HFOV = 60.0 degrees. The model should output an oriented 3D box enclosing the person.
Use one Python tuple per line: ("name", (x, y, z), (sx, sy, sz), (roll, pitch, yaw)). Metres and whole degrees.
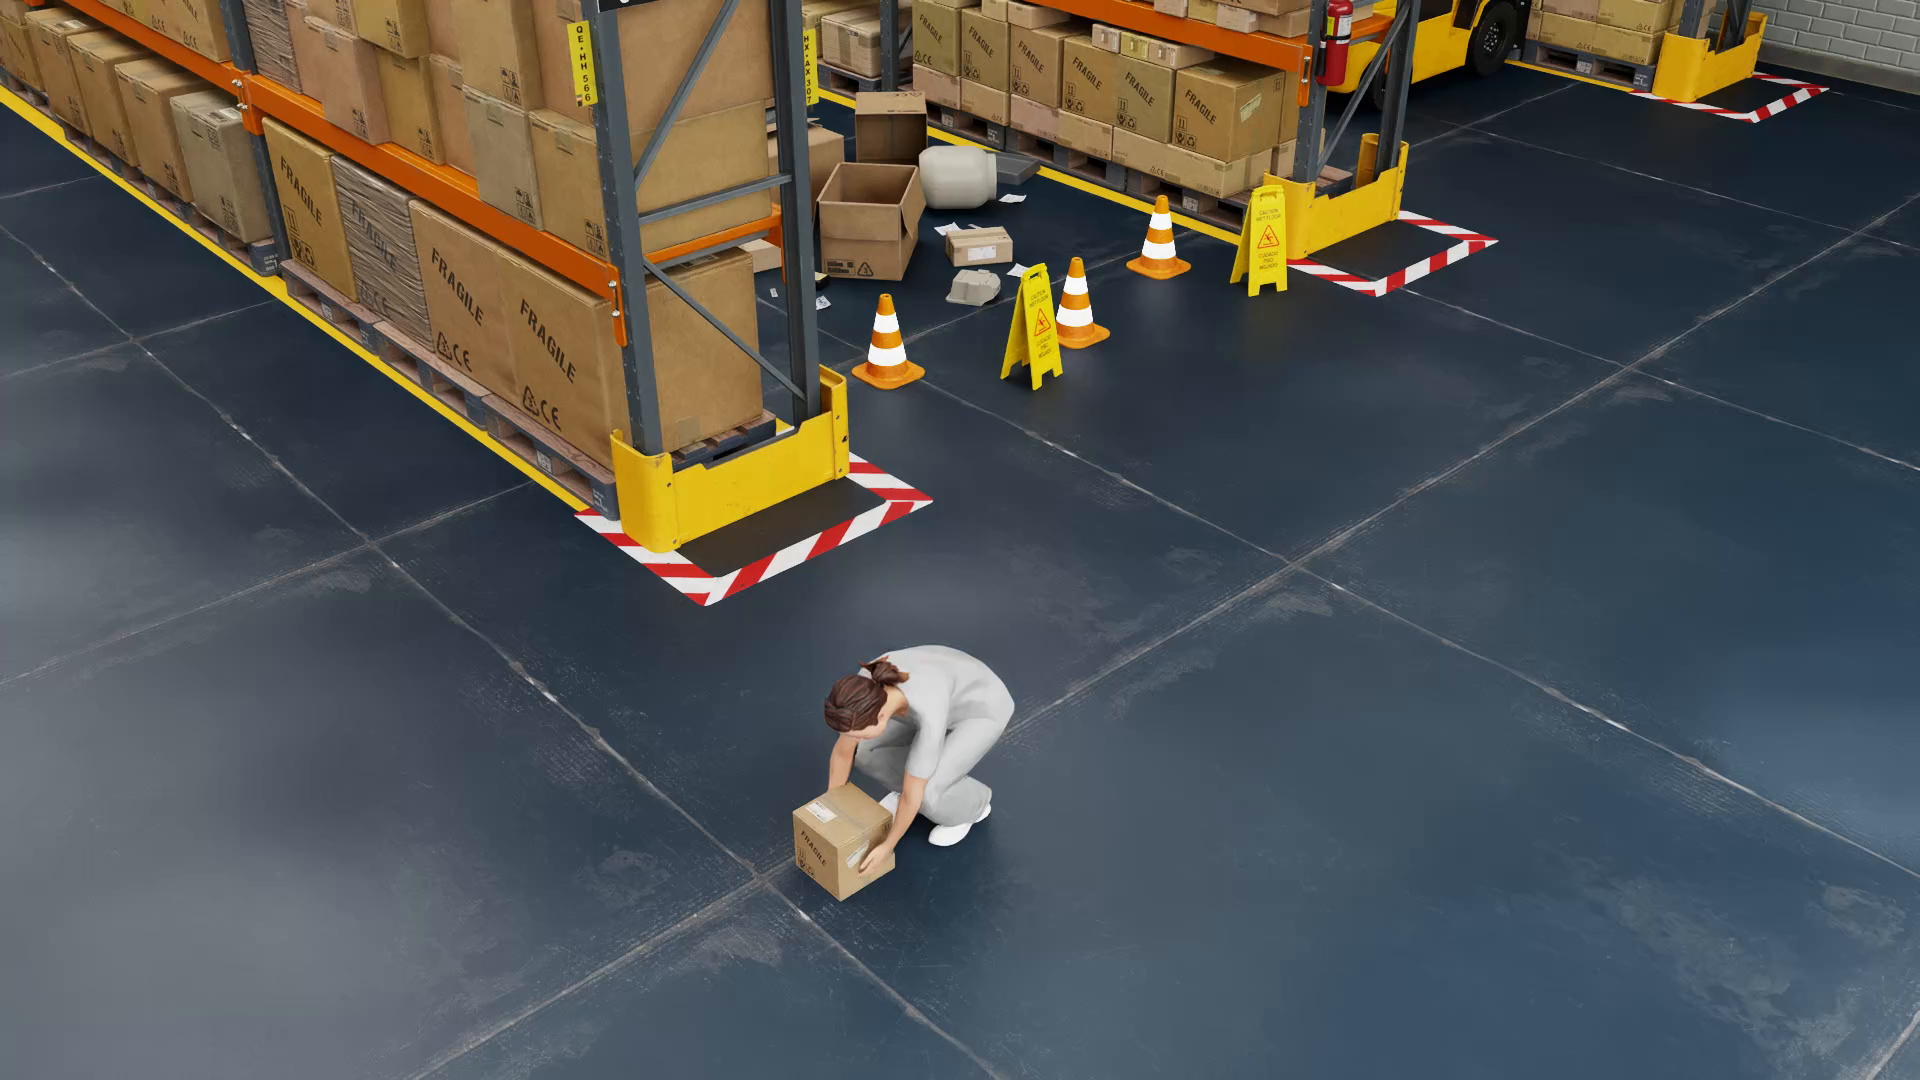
("person", (-0.156, 0.691, 5.812), (0.800, 0.848, 0.472), (-26, 40, -35))
